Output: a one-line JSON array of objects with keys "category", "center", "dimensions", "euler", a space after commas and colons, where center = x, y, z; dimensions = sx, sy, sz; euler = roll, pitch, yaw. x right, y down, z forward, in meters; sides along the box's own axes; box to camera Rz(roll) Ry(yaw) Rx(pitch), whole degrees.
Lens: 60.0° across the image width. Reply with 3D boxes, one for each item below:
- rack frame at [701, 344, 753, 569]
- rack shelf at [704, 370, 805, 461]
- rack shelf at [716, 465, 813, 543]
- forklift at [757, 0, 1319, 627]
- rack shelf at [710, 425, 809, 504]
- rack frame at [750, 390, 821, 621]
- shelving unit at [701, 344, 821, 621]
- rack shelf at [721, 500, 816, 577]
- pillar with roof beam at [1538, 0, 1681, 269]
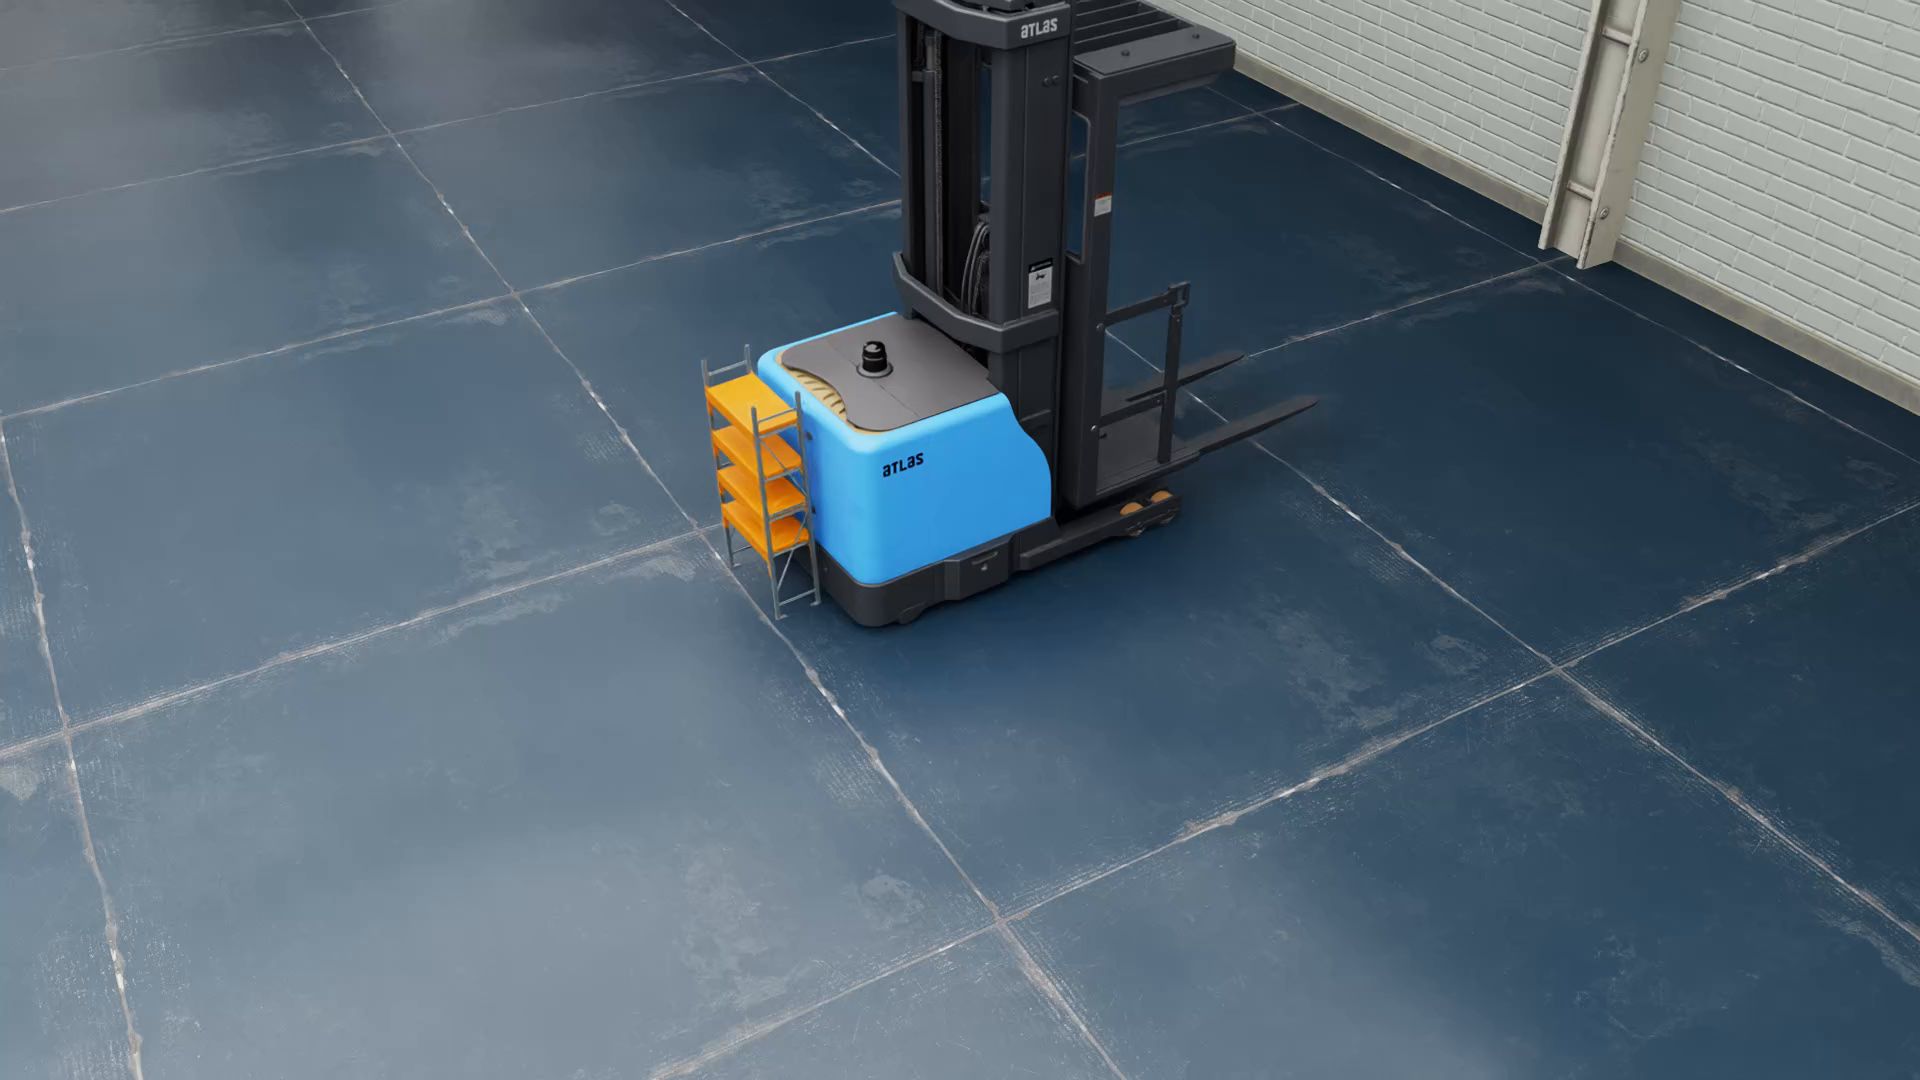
[{"category": "rack frame", "center": [-1.060, -0.379, 7.972], "dimensions": [0.240, 1.200, 0.015], "euler": [-23, 42, -25]}, {"category": "rack shelf", "center": [-0.937, -0.572, 7.570], "dimensions": [0.258, 0.148, 0.480], "euler": [-23, 42, -25]}, {"category": "rack shelf", "center": [-0.925, -0.205, 7.847], "dimensions": [0.258, 0.148, 0.480], "euler": [-23, 42, -25]}, {"category": "forklift", "center": [0.536, -1.445, 7.971], "dimensions": [3.031, 2.935, 1.130], "euler": [-21, 41, -27]}, {"category": "rack shelf", "center": [-0.931, -0.383, 7.712], "dimensions": [0.258, 0.148, 0.480], "euler": [-23, 42, -25]}, {"category": "rack frame", "center": [-0.793, -0.138, 7.642], "dimensions": [0.240, 1.200, 0.015], "euler": [-23, 42, -25]}, {"category": "shelving unit", "center": [-0.927, -0.258, 7.807], "dimensions": [0.258, 1.200, 0.503], "euler": [-23, 42, -25]}, {"category": "rack shelf", "center": [-0.920, -0.046, 7.967], "dimensions": [0.258, 0.148, 0.480], "euler": [-23, 42, -25]}, {"category": "pillar with roof beam", "center": [0.392, -4.278, 6.705], "dimensions": [9.100, 9.000, 0.400], "euler": [-19, 40, -24]}]
